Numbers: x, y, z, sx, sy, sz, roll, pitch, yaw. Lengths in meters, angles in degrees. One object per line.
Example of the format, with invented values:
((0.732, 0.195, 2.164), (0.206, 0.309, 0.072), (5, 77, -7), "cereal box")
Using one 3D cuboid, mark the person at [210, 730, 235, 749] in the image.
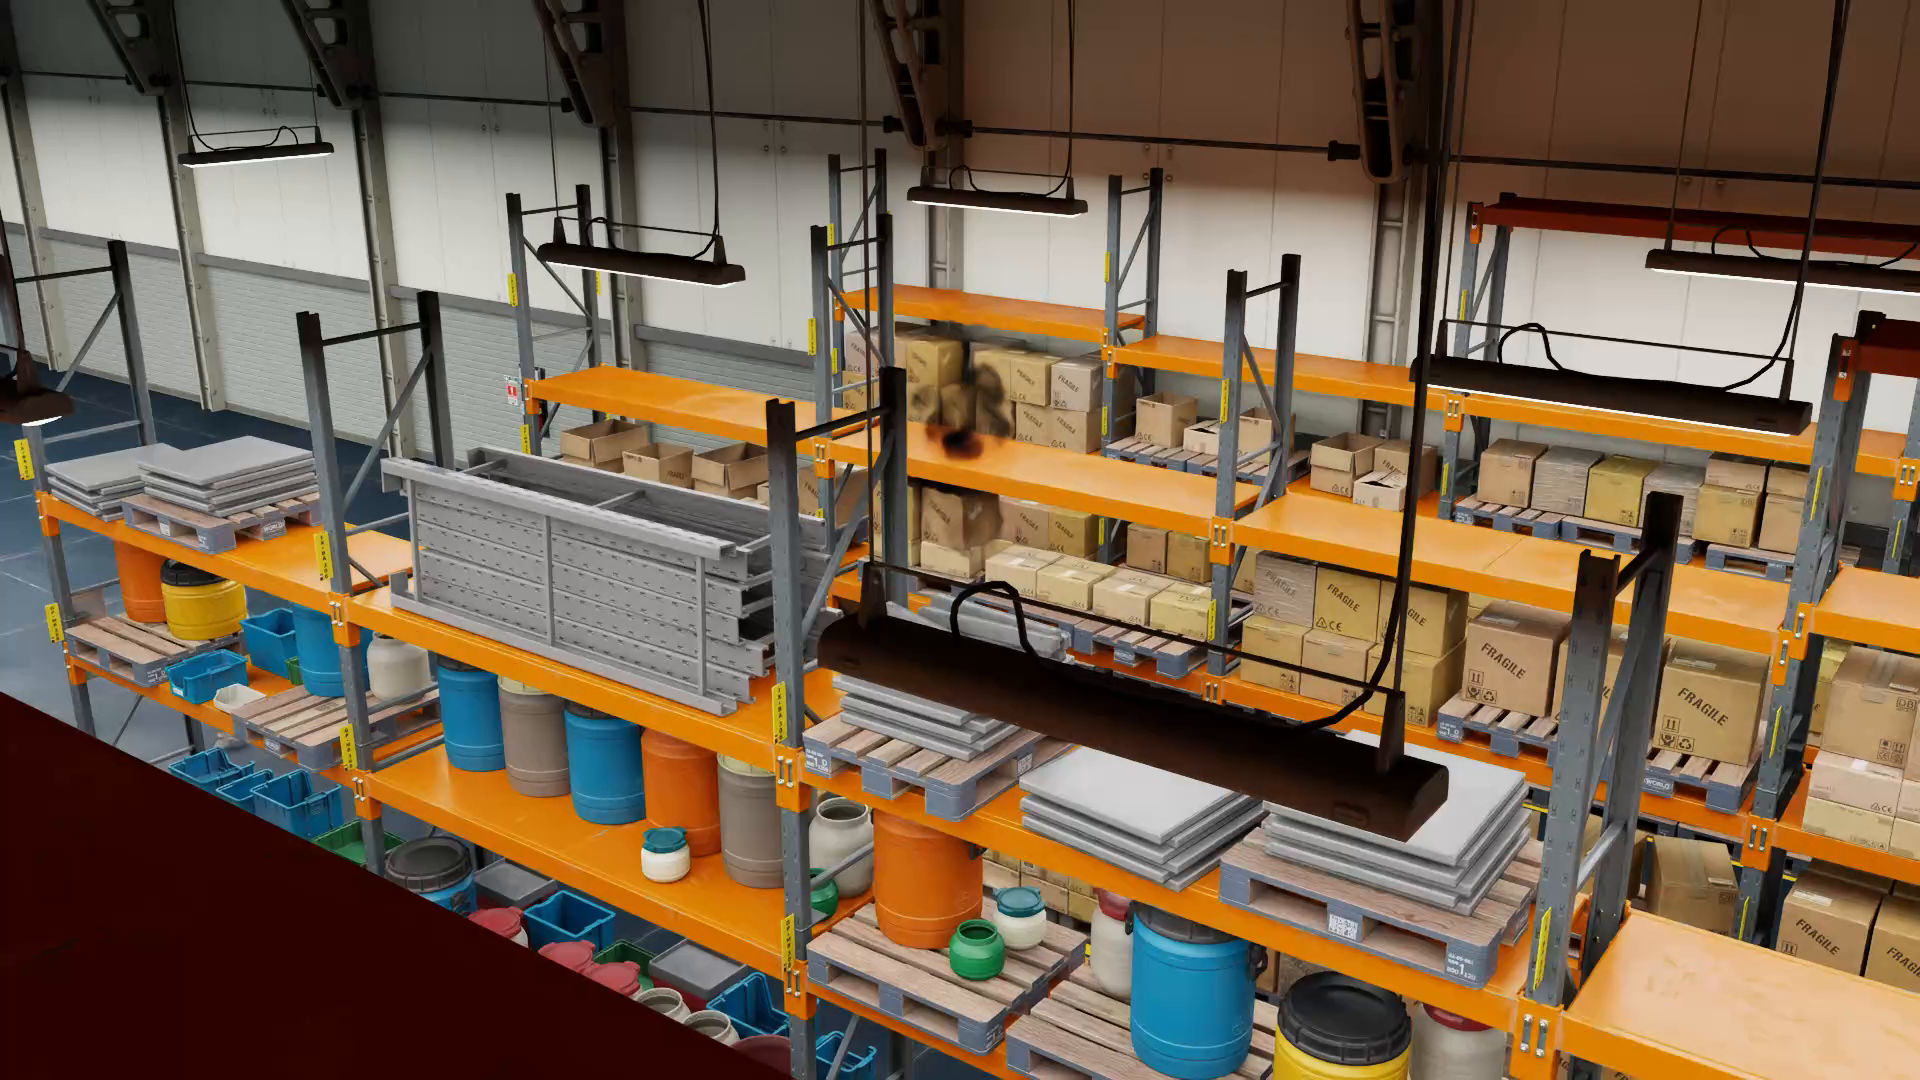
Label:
((-7.871, 1.397, 18.167), (0.849, 1.823, 0.663), (-8, 20, -23), "person")
